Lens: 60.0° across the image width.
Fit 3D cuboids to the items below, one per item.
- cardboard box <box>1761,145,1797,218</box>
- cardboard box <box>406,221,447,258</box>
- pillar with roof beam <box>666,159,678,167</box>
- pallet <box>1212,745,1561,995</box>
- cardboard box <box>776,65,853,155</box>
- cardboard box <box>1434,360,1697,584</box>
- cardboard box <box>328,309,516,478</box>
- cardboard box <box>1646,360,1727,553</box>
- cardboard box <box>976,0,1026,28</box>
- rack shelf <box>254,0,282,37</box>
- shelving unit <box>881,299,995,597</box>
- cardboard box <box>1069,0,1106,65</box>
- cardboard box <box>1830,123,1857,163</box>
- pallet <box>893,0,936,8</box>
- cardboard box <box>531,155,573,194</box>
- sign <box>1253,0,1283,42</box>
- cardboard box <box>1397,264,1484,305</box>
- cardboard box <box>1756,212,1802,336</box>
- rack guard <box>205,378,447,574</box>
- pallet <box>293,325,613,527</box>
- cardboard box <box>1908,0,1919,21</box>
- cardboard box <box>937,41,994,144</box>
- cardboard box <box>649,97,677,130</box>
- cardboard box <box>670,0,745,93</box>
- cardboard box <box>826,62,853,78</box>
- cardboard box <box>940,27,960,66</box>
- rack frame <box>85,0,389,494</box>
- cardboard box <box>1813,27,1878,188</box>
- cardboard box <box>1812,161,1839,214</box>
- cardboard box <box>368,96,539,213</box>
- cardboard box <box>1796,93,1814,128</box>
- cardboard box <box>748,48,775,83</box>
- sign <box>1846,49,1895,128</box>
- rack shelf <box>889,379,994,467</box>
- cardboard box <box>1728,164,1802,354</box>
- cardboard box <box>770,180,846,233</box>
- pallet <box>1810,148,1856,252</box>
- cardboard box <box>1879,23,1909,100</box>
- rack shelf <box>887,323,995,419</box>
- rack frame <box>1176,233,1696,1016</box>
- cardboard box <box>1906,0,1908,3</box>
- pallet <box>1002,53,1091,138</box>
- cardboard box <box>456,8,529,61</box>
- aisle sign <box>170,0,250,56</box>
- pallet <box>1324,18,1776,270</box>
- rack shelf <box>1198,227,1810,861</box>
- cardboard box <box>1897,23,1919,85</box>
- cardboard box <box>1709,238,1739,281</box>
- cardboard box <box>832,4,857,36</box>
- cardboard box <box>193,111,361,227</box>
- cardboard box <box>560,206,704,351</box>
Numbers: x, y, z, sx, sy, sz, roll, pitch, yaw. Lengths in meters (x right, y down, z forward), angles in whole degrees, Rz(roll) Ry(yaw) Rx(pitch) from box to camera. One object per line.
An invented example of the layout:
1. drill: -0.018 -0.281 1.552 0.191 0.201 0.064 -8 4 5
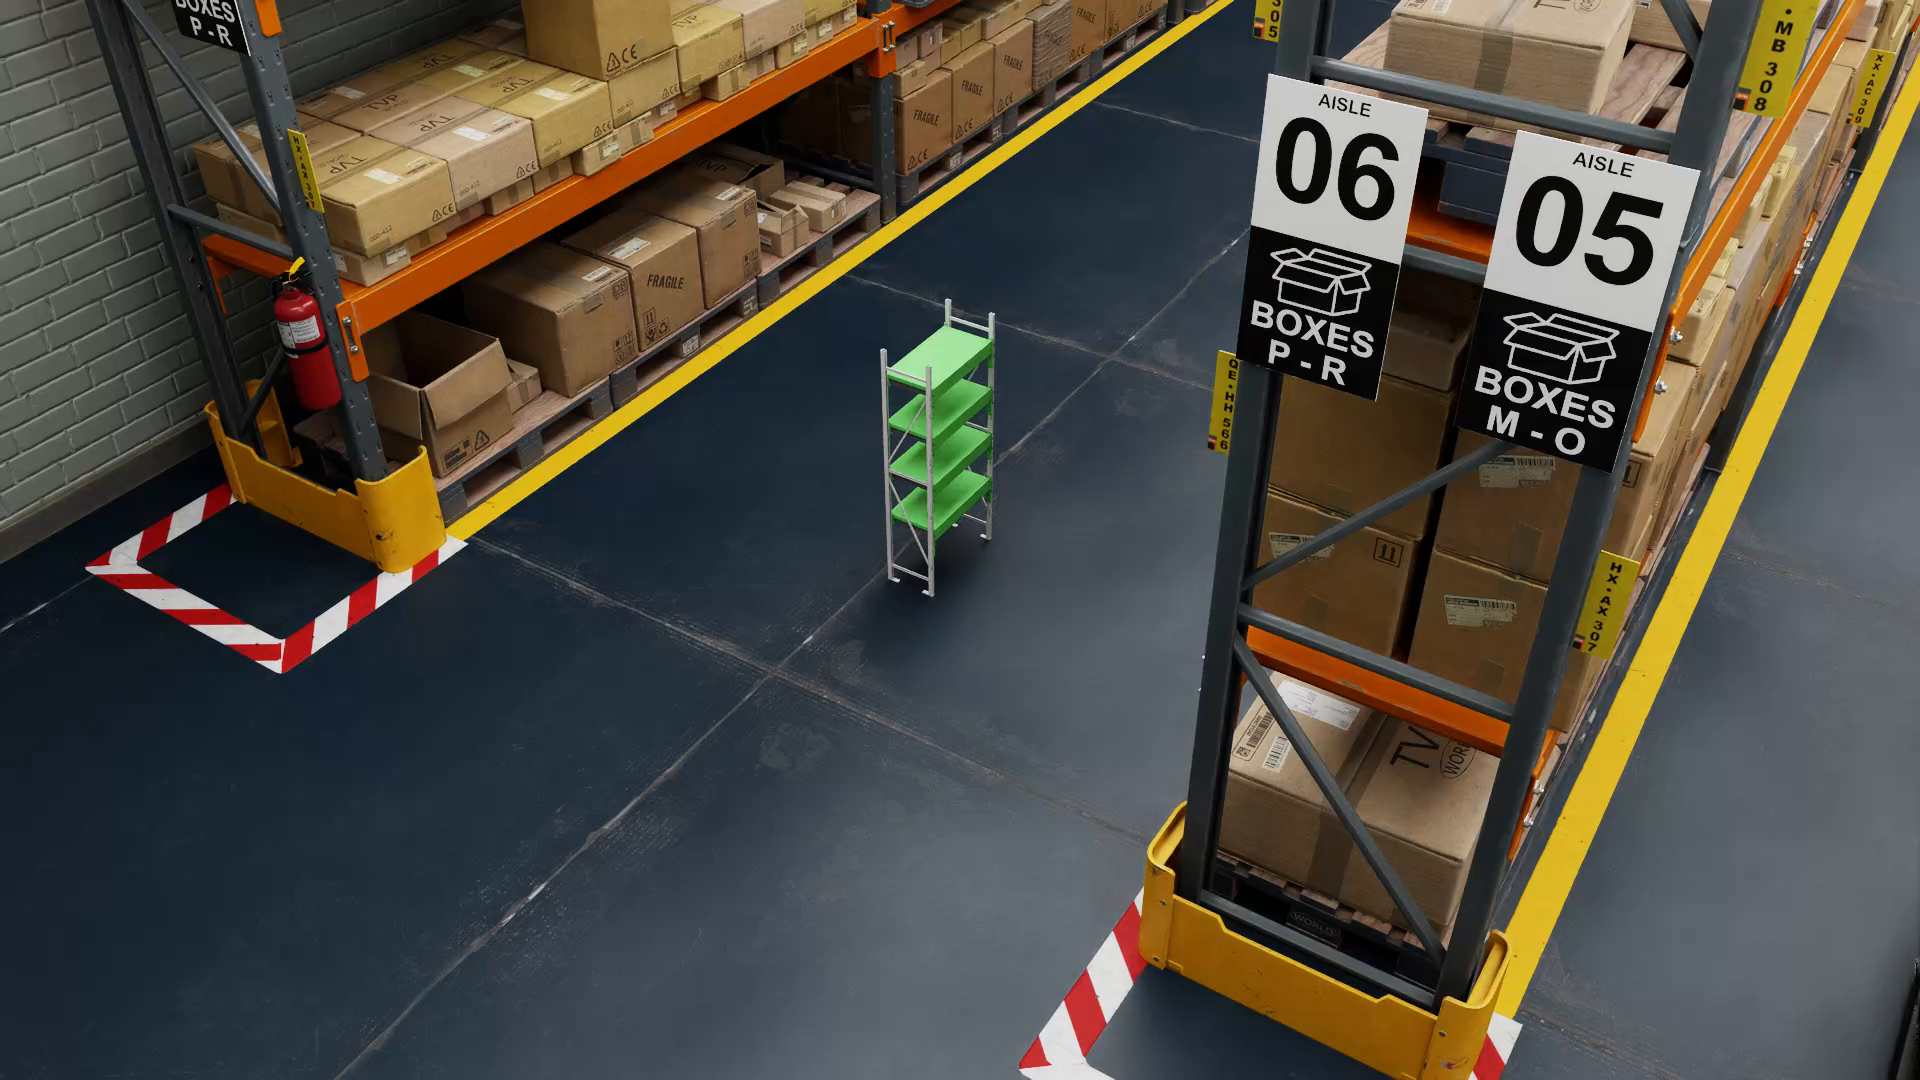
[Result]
1. cardboard box: 2.492 -1.209 5.430 0.380 0.149 0.250 20 42 24
2. cardboard box: -2.486 -1.387 7.298 0.380 0.149 0.250 22 43 26
3. pillar with roof beam: 1.653 -4.226 5.862 9.100 9.000 0.400 21 42 25
4. pallet: 1.564 1.028 6.244 1.003 0.211 1.213 21 42 25
5. cardboard box: -0.835 -2.849 10.692 0.500 0.500 0.500 21 42 25
6. cardboard box: 1.700 -0.229 4.689 0.500 0.500 0.500 20 42 24
7. cardboard box: -2.584 -0.722 7.931 0.797 0.503 0.637 19 42 23
8. cardboard box: 2.237 -0.358 5.676 0.500 0.500 0.500 21 42 25
9. cardboard box: 0.215 -3.547 11.067 0.380 0.149 0.250 23 43 27
10. rack shelf: -1.920 -3.195 7.570 1.077 0.370 4.000 21 42 25
11. shelving unit: -0.089 -0.390 7.273 0.258 1.200 0.503 21 42 25
12. cardboard box: 0.695 -3.747 11.858 0.500 0.500 0.500 23 43 27
13. cardboard box: 3.819 -1.974 7.567 0.500 0.250 0.500 20 42 24
14. pallet: -0.328 -3.623 10.150 1.003 0.211 1.213 21 42 25
15. cardboard box: -2.050 -1.783 7.812 0.380 0.149 0.250 22 43 26
16. sign: 0.751 -1.331 3.902 0.100 0.325 0.005 21 42 25
17. cardboard box: 1.341 -0.721 4.796 0.380 0.149 0.250 22 43 26
18. cardboard box: 3.041 -1.151 6.704 0.500 0.500 0.500 20 42 24
19. rack guard: -2.951 -0.310 7.742 1.175 0.500 0.348 21 42 25
20. pallet: -2.524 -0.606 8.364 1.003 0.211 1.213 21 42 25
21. cardboard box: 4.914 -3.033 8.940 0.500 0.250 0.500 20 42 24
22. cardboard box: -0.122 -2.952 10.826 0.500 0.500 0.500 21 42 25
23. cardboard box: -1.648 -2.186 8.335 0.380 0.149 0.250 21 42 25
24. cardboard box: -1.449 -2.523 8.445 0.500 0.250 0.500 21 42 25
25. cardboard box: -0.895 -3.040 10.409 0.380 0.149 0.250 19 42 23
26. cardboard box: -0.221 -3.158 10.562 0.380 0.149 0.250 19 42 23
27. rack frame: -2.991 -1.260 6.928 1.000 3.000 0.127 21 42 25
28. cardboard box: 3.325 -1.803 6.731 0.500 0.500 0.500 21 42 25
29. cardboard box: 3.803 -1.782 7.728 0.500 0.250 0.500 20 42 24
30. cardboard box: -2.251 -1.725 7.410 0.500 0.250 0.500 22 43 26
31. cardboard box: 2.850 -1.628 5.972 0.380 0.149 0.250 21 42 25
32. cardboard box: -1.209 -2.567 8.828 0.380 0.149 0.250 22 43 26
33. sign: 3.814 -1.894 6.977 0.100 0.325 0.005 21 42 25
34. rack shelf: -0.089 -0.529 7.165 0.258 0.148 0.480 21 42 25
35. cardboard box: 2.506 -1.023 5.719 0.500 0.500 0.500 21 42 25
36. cardboard box: -0.899 -1.977 9.848 0.380 0.149 0.250 20 42 24
37. pallet: 5.002 -2.277 10.531 1.003 0.211 1.213 21 42 25
38. cardboard box: 4.643 -2.563 8.741 0.500 0.250 0.500 20 42 24
39. rack shelf: -0.089 -0.719 7.019 0.258 0.148 0.480 21 42 25
40. rack frame: 1.202 0.361 4.825 1.000 3.000 0.127 21 42 25
41. cardboard box: 4.615 -3.067 8.371 0.500 0.500 0.500 20 42 24
42. pallet: 0.208 -3.281 11.834 1.003 0.211 1.213 21 42 25
43. cardboard box: -2.142 -2.431 8.326 0.500 0.250 0.500 21 42 25
44. aisle sign: -2.780 -2.159 5.964 0.394 0.787 0.004 21 42 25
45. pallet: 1.590 -1.178 4.436 1.003 0.211 1.213 21 42 25
46. rack shelf: 2.273 -0.385 6.382 1.077 0.370 4.000 21 42 25
47. cardboard box: 6.188 -3.560 11.719 0.950 0.372 0.625 20 42 24
48. cardboard box: 2.068 -0.820 4.925 0.380 0.149 0.250 20 42 24
49. cardboard box: -0.806 -2.976 9.359 0.380 0.149 0.250 22 43 26
50. cardboard box: -2.969 -1.643 7.303 0.500 0.250 0.500 22 43 26
51. cardboard box: -1.725 -1.389 8.798 0.500 0.500 0.500 22 43 26
